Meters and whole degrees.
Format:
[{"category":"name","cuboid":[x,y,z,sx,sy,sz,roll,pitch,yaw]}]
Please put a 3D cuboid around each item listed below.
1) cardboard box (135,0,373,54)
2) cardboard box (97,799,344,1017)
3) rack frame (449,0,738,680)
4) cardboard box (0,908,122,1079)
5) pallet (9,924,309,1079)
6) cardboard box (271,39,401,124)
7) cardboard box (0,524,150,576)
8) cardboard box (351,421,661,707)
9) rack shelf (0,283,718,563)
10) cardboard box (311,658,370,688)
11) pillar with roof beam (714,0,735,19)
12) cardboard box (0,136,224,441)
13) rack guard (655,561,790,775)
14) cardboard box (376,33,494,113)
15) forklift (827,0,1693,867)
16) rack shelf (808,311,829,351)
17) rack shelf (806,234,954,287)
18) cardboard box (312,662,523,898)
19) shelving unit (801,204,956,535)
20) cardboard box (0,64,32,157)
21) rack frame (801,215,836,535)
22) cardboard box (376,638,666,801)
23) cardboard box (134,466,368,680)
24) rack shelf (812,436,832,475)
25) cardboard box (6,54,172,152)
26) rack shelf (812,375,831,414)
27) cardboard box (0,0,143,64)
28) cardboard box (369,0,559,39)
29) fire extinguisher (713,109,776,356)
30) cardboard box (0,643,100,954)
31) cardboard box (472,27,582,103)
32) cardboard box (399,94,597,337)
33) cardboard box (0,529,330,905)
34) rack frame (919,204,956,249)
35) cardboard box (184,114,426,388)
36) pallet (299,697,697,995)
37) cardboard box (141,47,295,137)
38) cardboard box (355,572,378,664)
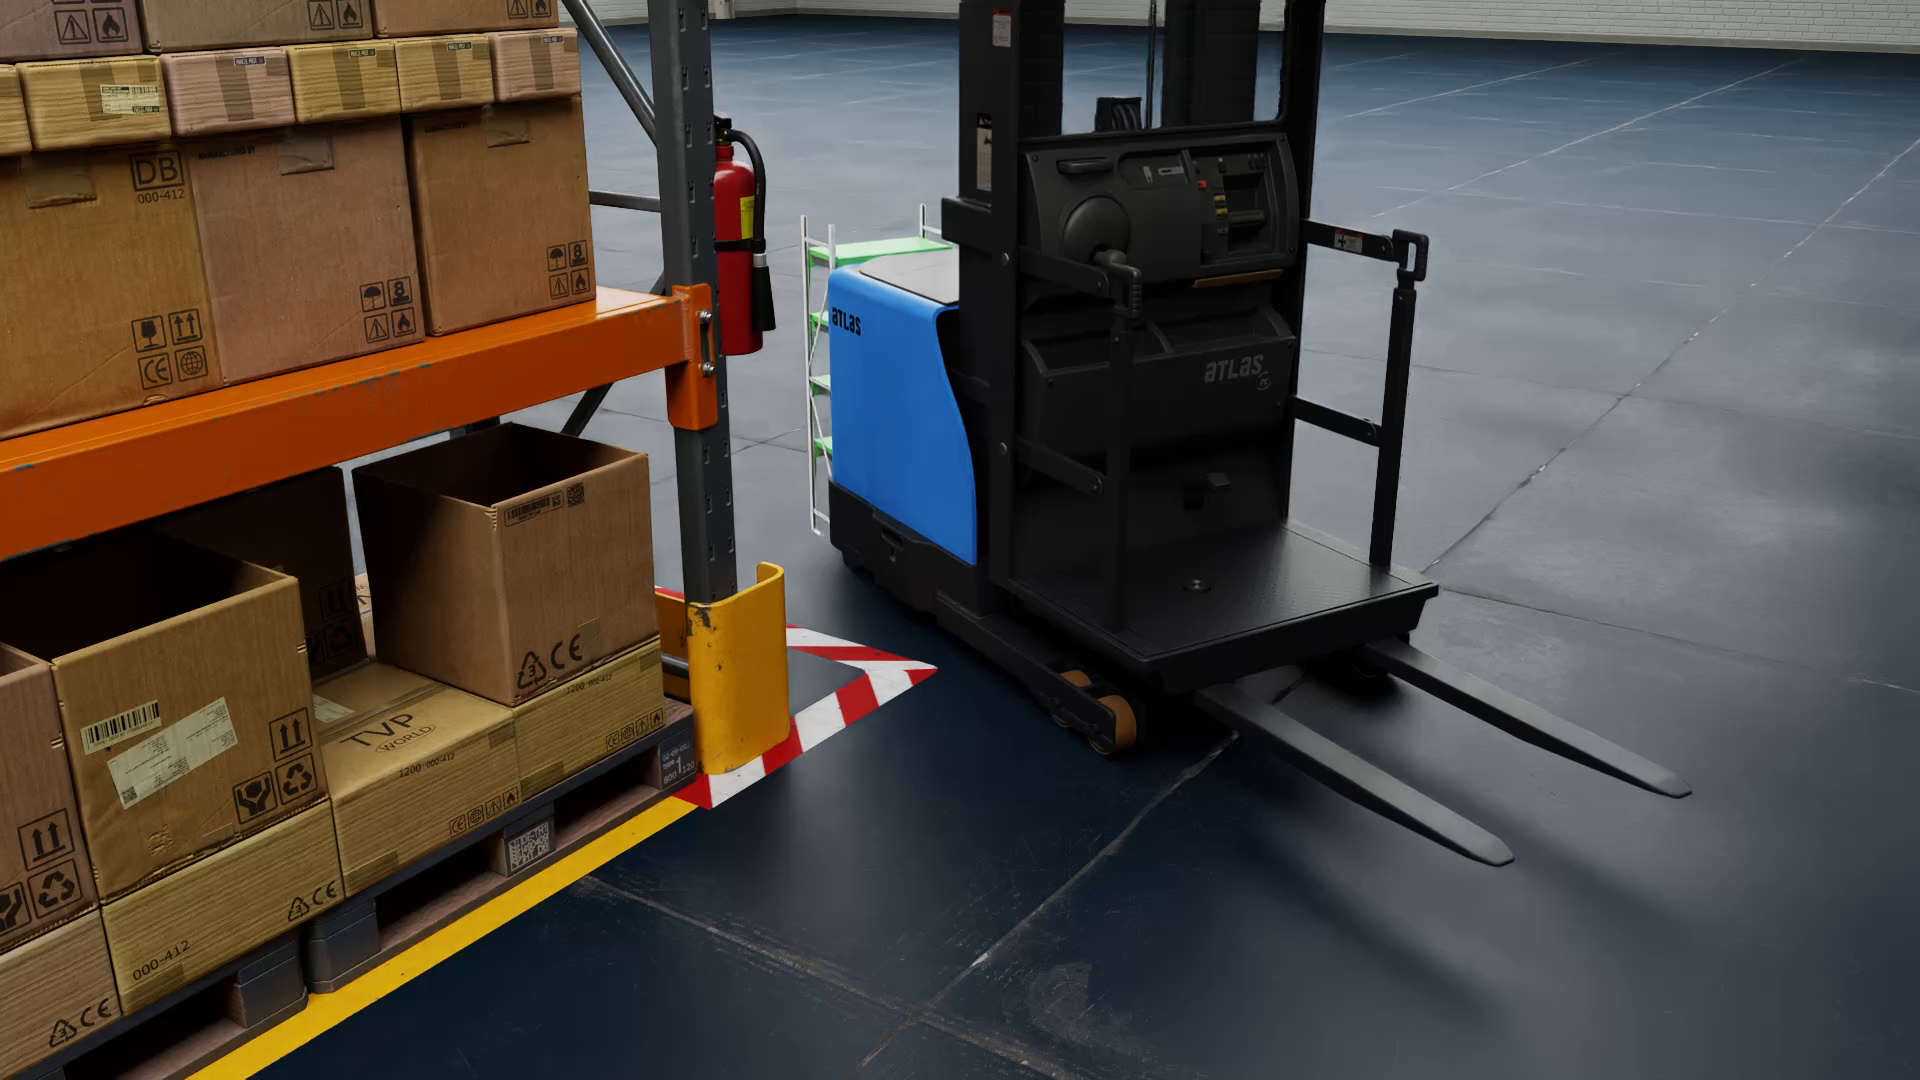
[{"category":"cardboard box","cuboid":[-1.648,-1.270,3.362,0.700,0.500,0.500,13,24,30]},{"category":"cardboard box","cuboid":[-1.662,0.680,3.461,0.500,0.250,0.500,13,24,32]},{"category":"rack frame","cuboid":[-1.054,-0.914,4.411,1.000,3.000,0.127,13,24,32]},{"category":"cardboard box","cuboid":[-1.944,0.823,3.074,0.500,0.250,0.500,13,24,32]},{"category":"pallet","cuboid":[-2.136,0.970,3.337,1.003,0.211,1.213,13,24,32]},{"category":"cardboard box","cuboid":[-1.401,-0.969,3.482,0.380,0.149,0.250,13,24,31]},{"category":"cardboard box","cuboid":[-2.089,0.228,3.603,0.500,0.500,0.500,13,24,32]},{"category":"cardboard box","cuboid":[-1.109,0.039,4.113,0.500,0.500,0.500,13,24,32]},{"category":"rack shelf","cuboid":[-2.178,-0.002,2.985,1.077,0.370,4.000,13,24,32]},{"category":"cardboard box","cuboid":[-1.818,0.434,4.127,0.500,0.250,0.500,13,24,32]},{"category":"pillar with roof beam","cuboid":[-2.260,-16.304,37.371,9.100,9.000,0.400,13,24,32]},{"category":"cardboard box","cuboid":[-1.902,-0.536,3.247,0.700,0.500,0.500,13,24,32]},{"category":"rack guard","cuboid":[-1.041,0.252,4.864,1.175,0.500,0.348,13,24,32]},{"category":"cardboard box","cuboid":[-1.257,-1.043,3.681,0.380,0.149,0.250,14,24,33]},{"category":"forklift","cuboid":[0.708,-0.957,4.627,1.130,2.935,3.031,-12,23,-28]},{"category":"rack shelf","cuboid":[-0.292,-0.774,6.119,0.480,0.148,0.258,-12,23,-29]},{"category":"rack shelf","cuboid":[-0.292,-0.999,6.036,0.480,0.148,0.258,-12,23,-29]},{"category":"cardboard box","cuboid":[-1.382,0.536,3.850,0.500,0.250,0.500,13,24,32]},{"category":"shelving unit","cuboid":[-0.292,-0.608,6.180,0.503,1.200,0.258,-12,23,-29]},{"category":"cardboard box","cuboid":[-1.838,-0.746,2.879,0.380,0.149,0.250,14,25,33]},{"category":"rack frame","cuboid":[-0.501,-0.565,6.062,0.015,1.200,0.240,-12,23,-29]},{"category":"cardboard box","cuboid":[-1.111,0.390,4.244,0.500,0.250,0.500,13,24,32]},{"category":"cardboard box","cuboid":[-1.819,0.082,3.998,0.500,0.500,0.500,13,24,32]},{"category":"rack shelf","cuboid":[-0.292,-0.323,6.286,0.480,0.148,0.258,-12,23,-29]},{"category":"cardboard box","cuboid":[-1.691,-0.822,3.085,0.380,0.149,0.250,14,25,33]},{"category":"rack shelf","cuboid":[-0.292,-0.548,6.202,0.480,0.148,0.258,-12,23,-29]},{"category":"cardboard box","cuboid":[-1.931,-1.126,2.970,0.700,0.500,0.500,13,24,32]},{"category":"cardboard box","cuboid":[-1.357,-1.422,3.772,0.700,0.500,0.500,13,24,32]},{"category":"fire extinguisher","cuboid":[-0.603,-0.821,4.272,0.296,0.674,0.183,13,24,32]},{"category":"cardboard box","cuboid":[-1.942,0.472,2.942,0.500,0.500,0.500,13,24,32]},{"category":"cardboard box","cuboid":[-1.111,-1.118,3.885,0.380,0.149,0.250,13,24,31]},{"category":"cardboard box","cuboid":[-1.327,-0.829,4.039,0.700,0.500,0.500,13,24,32]},{"category":"cardboard box","cuboid":[-1.659,0.329,3.329,0.500,0.500,0.500,13,24,32]},{"category":"rack frame","cuboid":[-0.083,-0.652,6.298,0.015,1.200,0.240,-12,23,-29]},{"category":"cardboard box","cuboid":[-1.618,-0.678,3.629,0.700,0.500,0.500,14,24,33]},{"category":"pallet","cuboid":[-1.449,0.622,4.280,1.003,0.211,1.213,13,24,32]},{"category":"cardboard box","cuboid":[-1.544,-0.897,3.288,0.380,0.149,0.250,14,24,33]},{"category":"cardboard box","cuboid":[-1.540,0.289,4.517,0.500,0.250,0.500,13,24,32]}]
